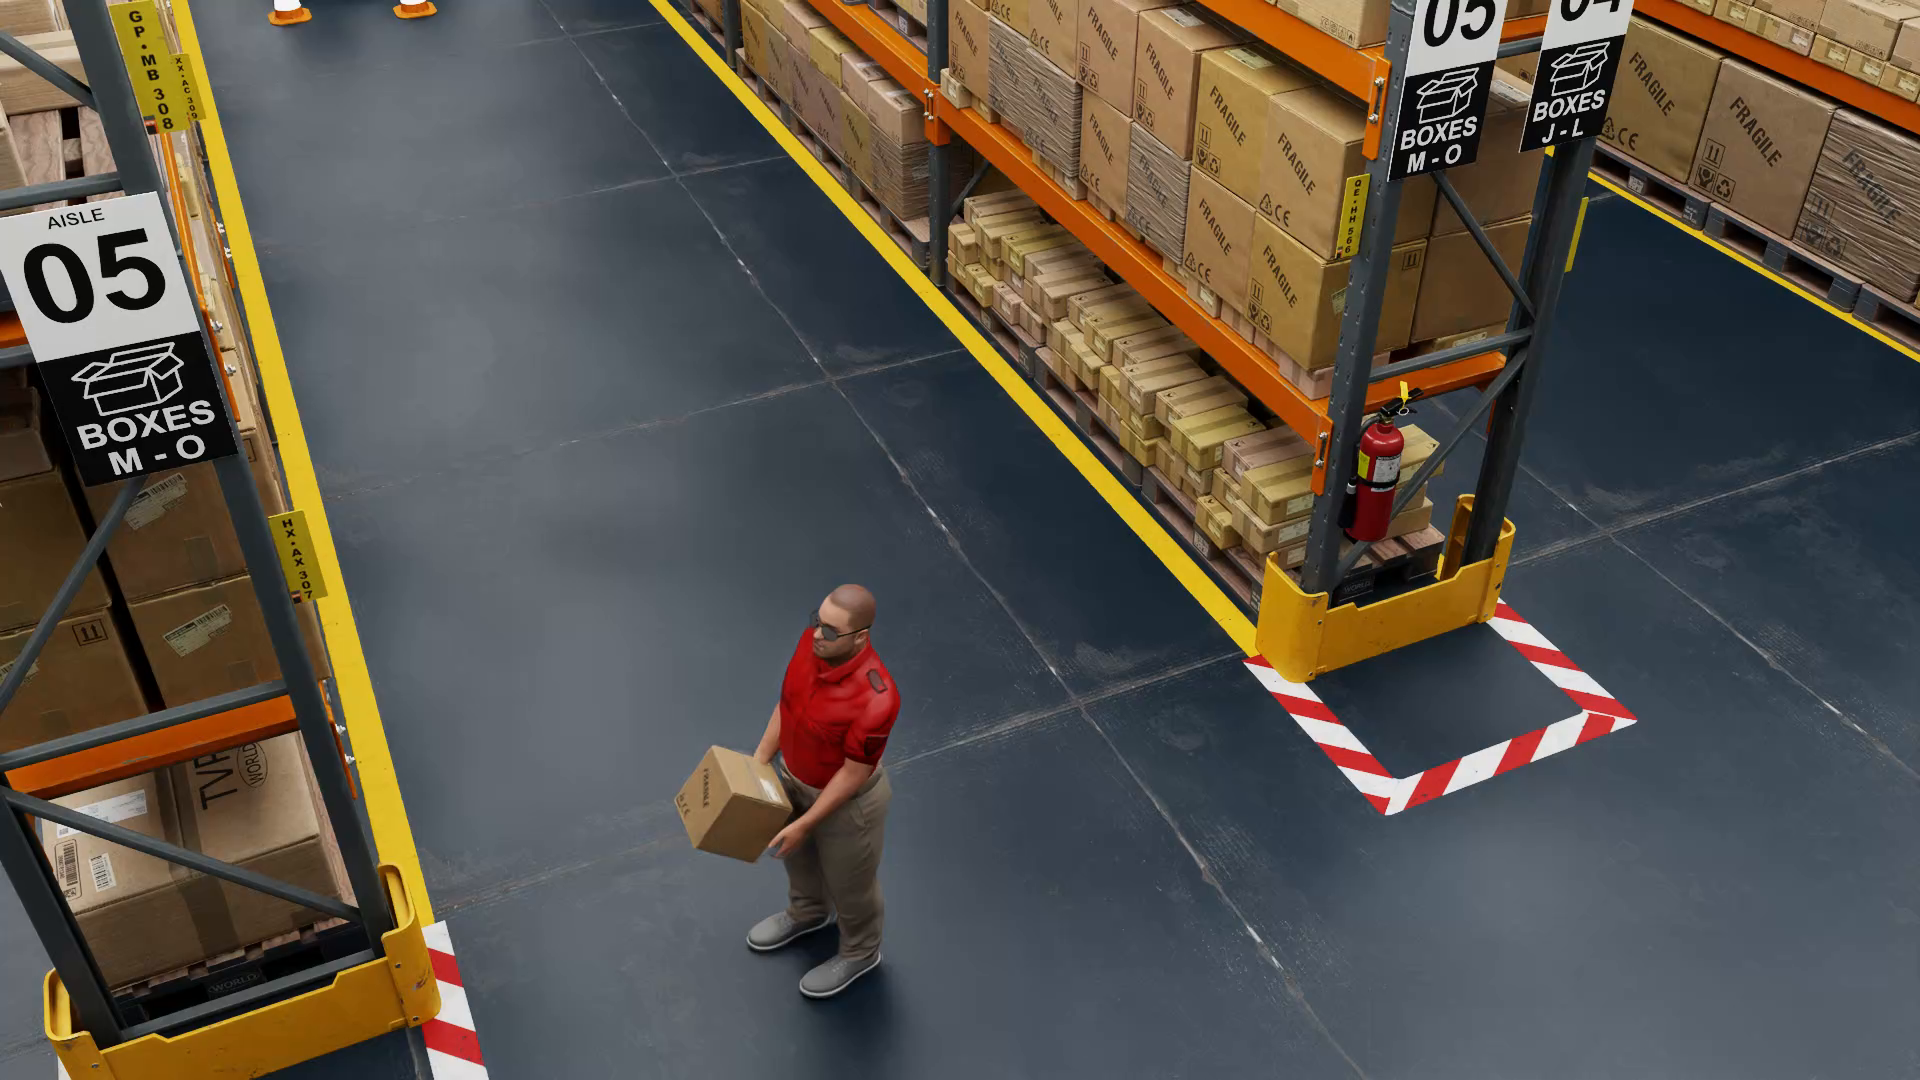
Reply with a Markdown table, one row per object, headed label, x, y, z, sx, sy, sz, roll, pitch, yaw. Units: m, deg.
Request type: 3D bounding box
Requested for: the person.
| label | x | y | z | sx | sy | sz | roll | pitch | yaw |
| --- | --- | --- | --- | --- | --- | --- | --- | --- | --- |
| person | -0.498 | 0.881 | 5.699 | 0.507 | 1.729 | 0.549 | -22 | 42 | -26 |
